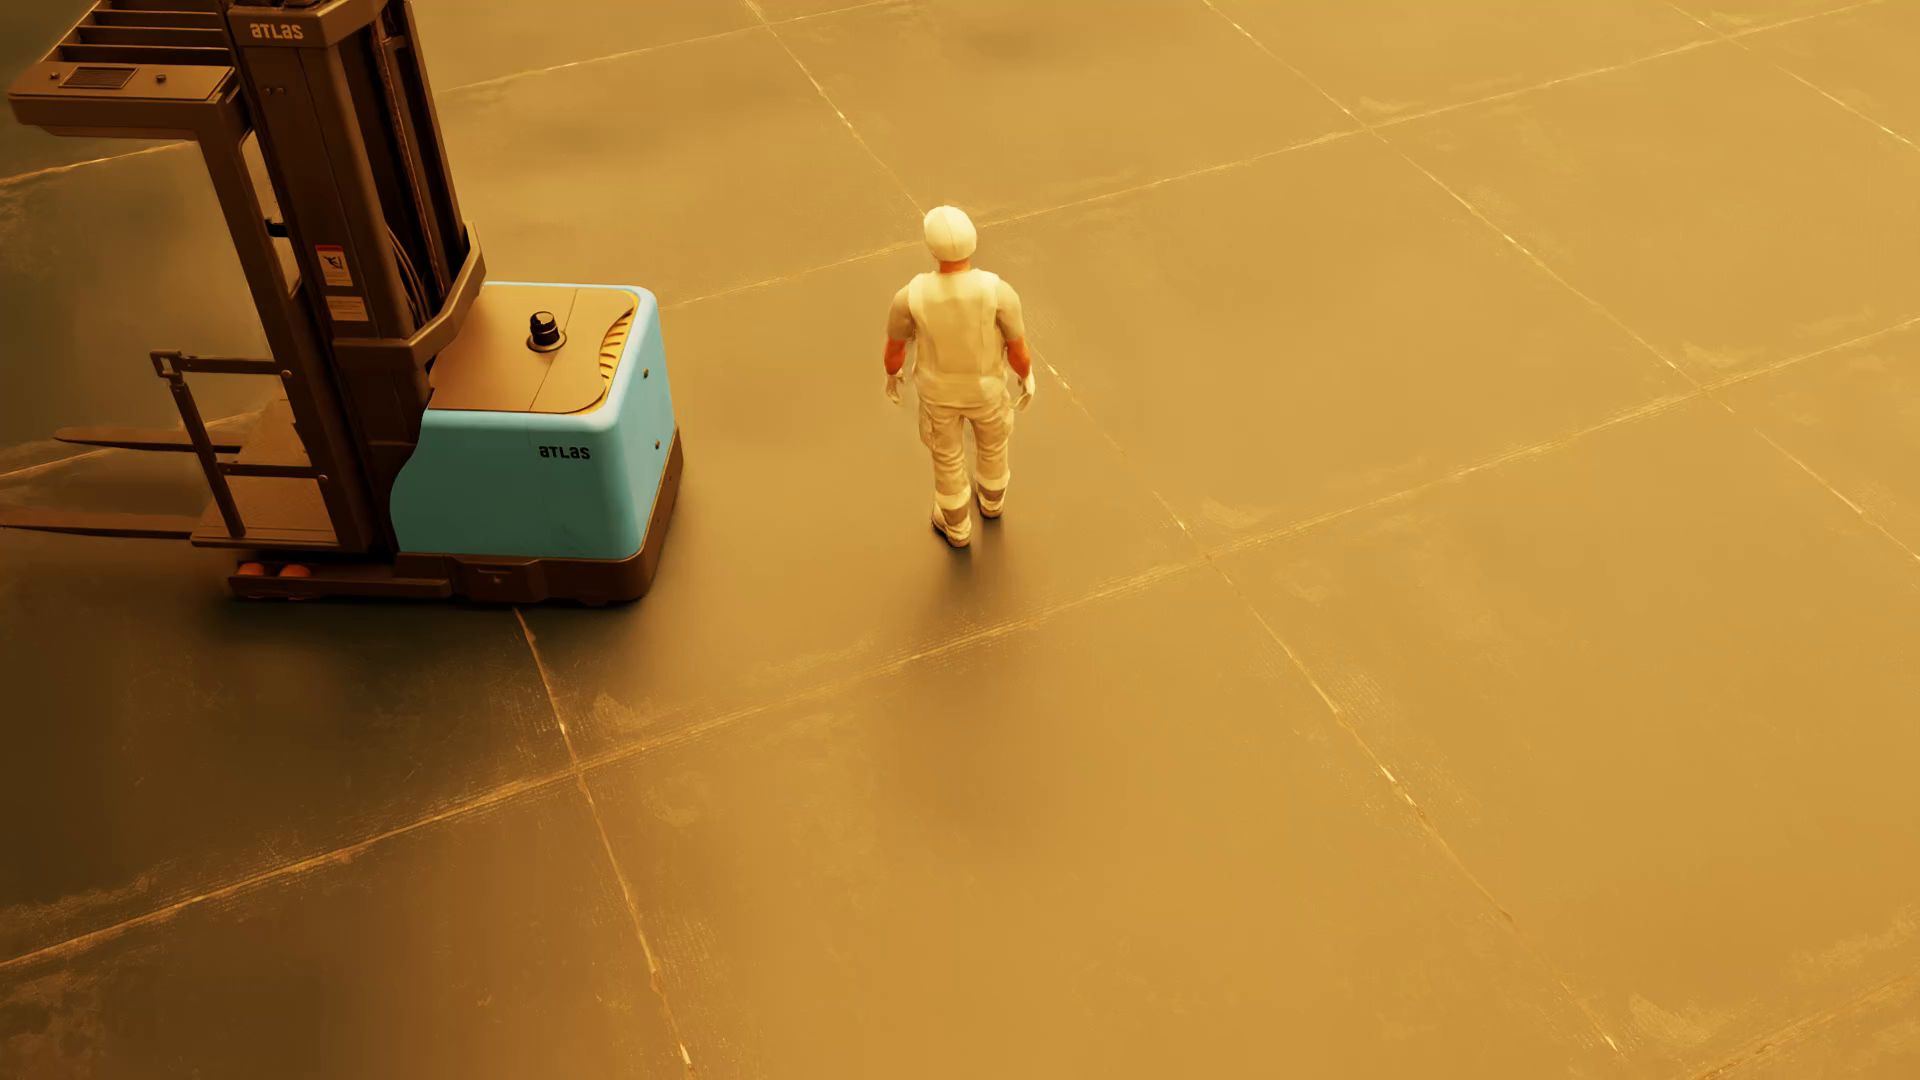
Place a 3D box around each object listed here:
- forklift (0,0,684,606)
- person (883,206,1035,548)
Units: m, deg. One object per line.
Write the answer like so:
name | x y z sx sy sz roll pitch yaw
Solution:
forklift | -2.885 -1.158 6.921 3.031 2.935 1.130 2 43 2
person | 0.000 -0.751 7.319 0.662 1.792 0.610 1 43 1
